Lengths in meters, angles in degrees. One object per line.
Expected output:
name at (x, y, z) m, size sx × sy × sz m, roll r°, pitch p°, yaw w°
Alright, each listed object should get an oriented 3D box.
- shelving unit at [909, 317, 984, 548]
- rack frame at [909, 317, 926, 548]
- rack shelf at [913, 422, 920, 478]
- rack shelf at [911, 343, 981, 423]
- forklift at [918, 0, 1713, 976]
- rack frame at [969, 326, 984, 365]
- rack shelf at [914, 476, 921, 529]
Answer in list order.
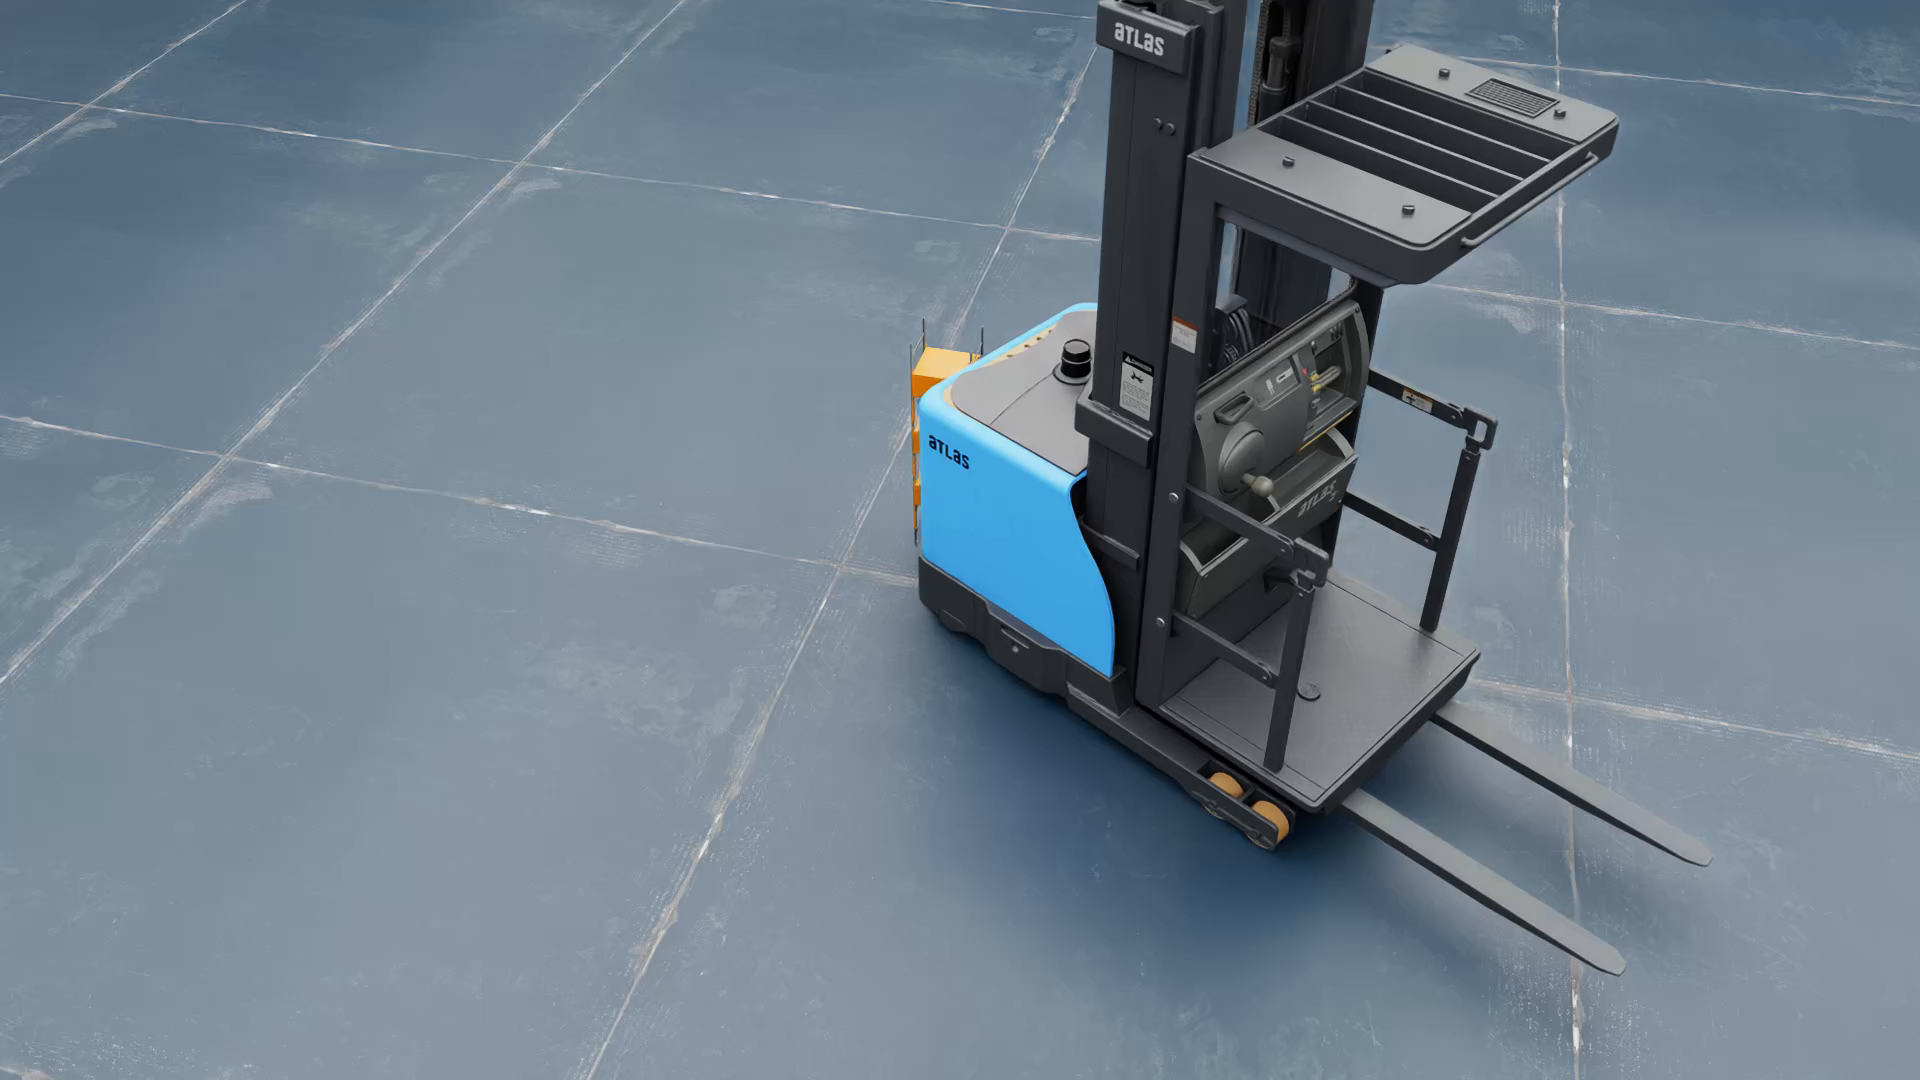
shelving unit at (-0.052, -0.411, 6.923) m, size 0.252 × 1.050 × 0.215 m, roll 10°, pitch 41°, yaw 11°
rack frame at (-0.170, -0.431, 6.947) m, size 0.008 × 1.050 × 0.200 m, roll 10°, pitch 41°, yaw 11°
rack shelf at (-0.052, -0.403, 6.930) m, size 0.240 × 0.259 × 0.215 m, roll 10°, pitch 41°, yaw 11°
rack shelf at (-0.052, -0.620, 6.747) m, size 0.240 × 0.259 × 0.215 m, roll 10°, pitch 41°, yaw 11°
forklift at (1.236, -0.405, 5.454) m, size 3.031 × 2.935 × 1.130 m, roll 32°, pitch 50°, yaw 32°
rack frame at (0.066, -0.391, 6.899) m, size 0.008 × 1.050 × 0.200 m, roll 10°, pitch 41°, yaw 11°
rack shelf at (-0.052, -0.190, 7.109) m, size 0.240 × 0.259 × 0.215 m, roll 10°, pitch 41°, yaw 11°
